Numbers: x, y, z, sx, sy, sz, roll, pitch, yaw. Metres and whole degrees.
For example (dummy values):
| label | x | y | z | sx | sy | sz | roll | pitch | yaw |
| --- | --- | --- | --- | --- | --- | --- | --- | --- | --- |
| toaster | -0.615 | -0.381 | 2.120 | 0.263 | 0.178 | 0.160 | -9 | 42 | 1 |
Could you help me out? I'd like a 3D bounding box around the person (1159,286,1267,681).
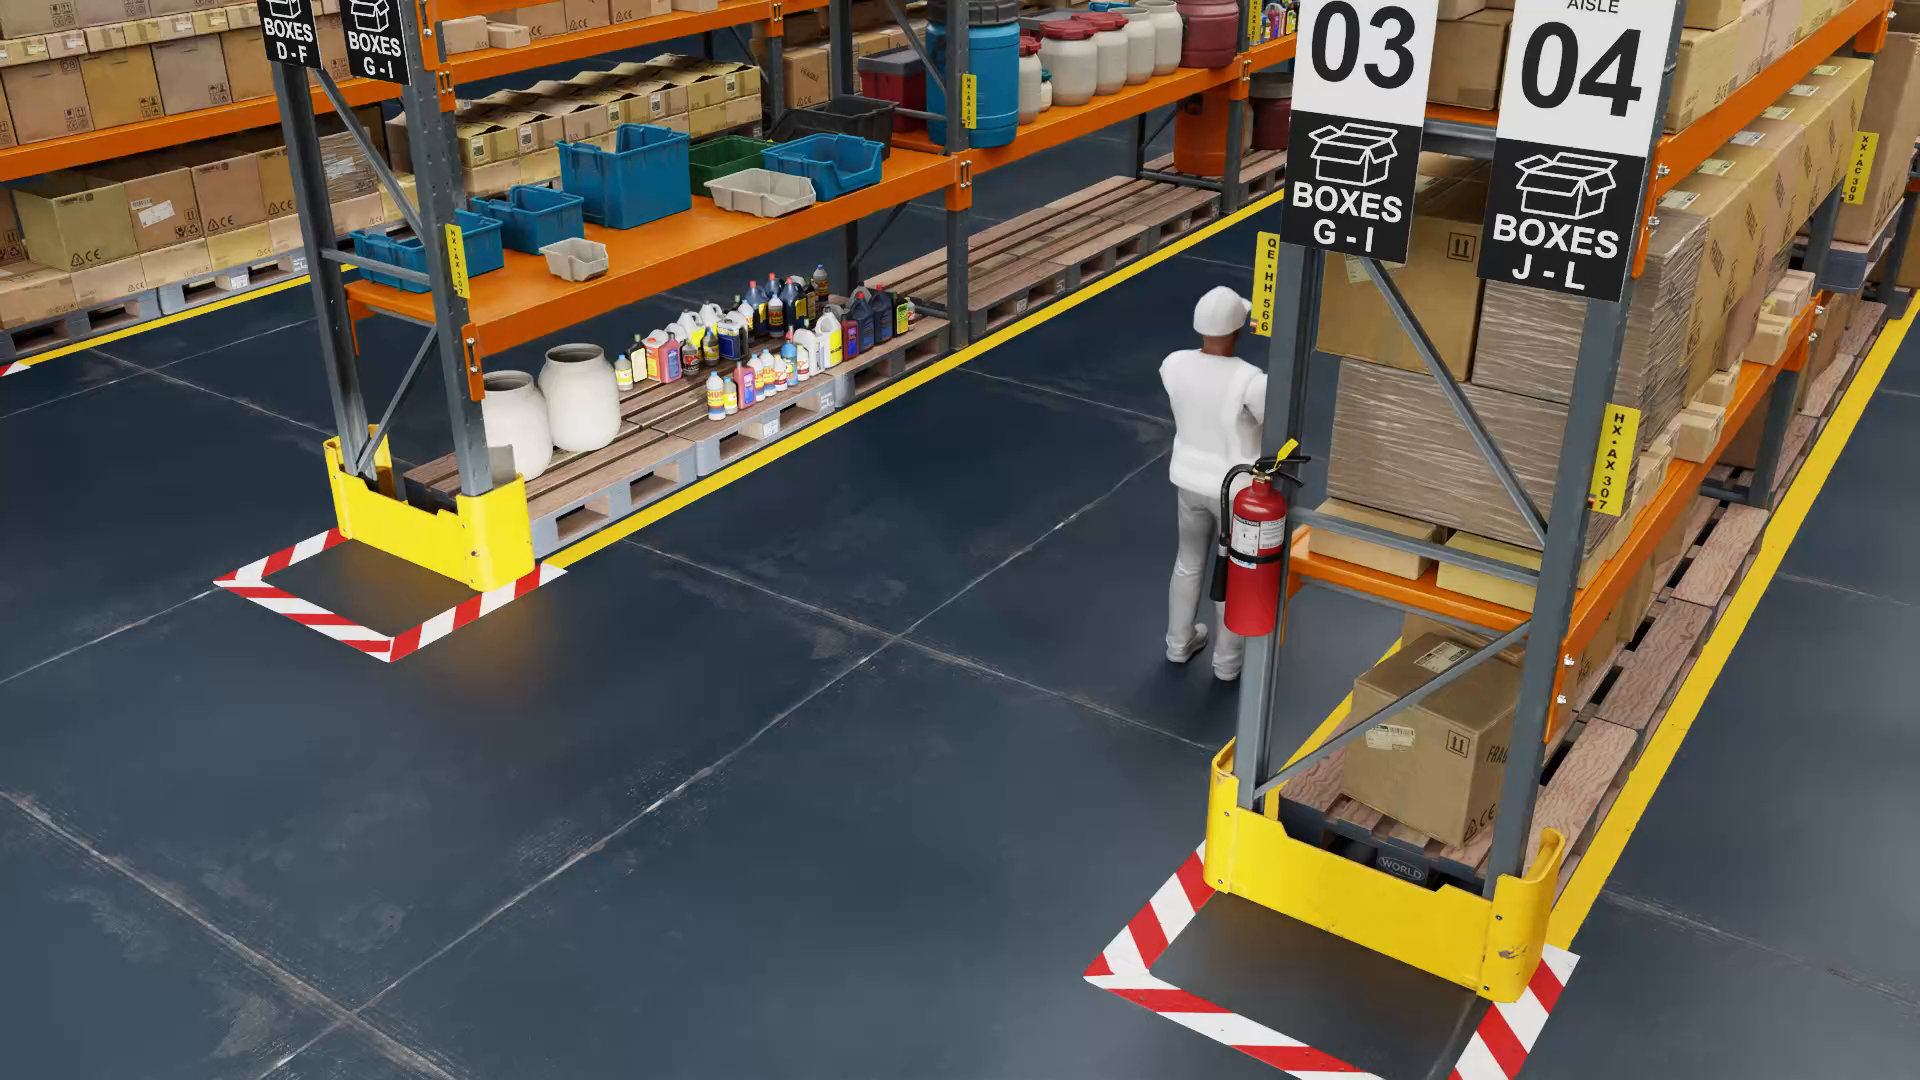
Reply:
| label | x | y | z | sx | sy | sz | roll | pitch | yaw |
| --- | --- | --- | --- | --- | --- | --- | --- | --- | --- |
| person | 1.152 | -0.275 | 7.142 | 0.502 | 1.761 | 0.587 | 20 | 33 | 34 |
